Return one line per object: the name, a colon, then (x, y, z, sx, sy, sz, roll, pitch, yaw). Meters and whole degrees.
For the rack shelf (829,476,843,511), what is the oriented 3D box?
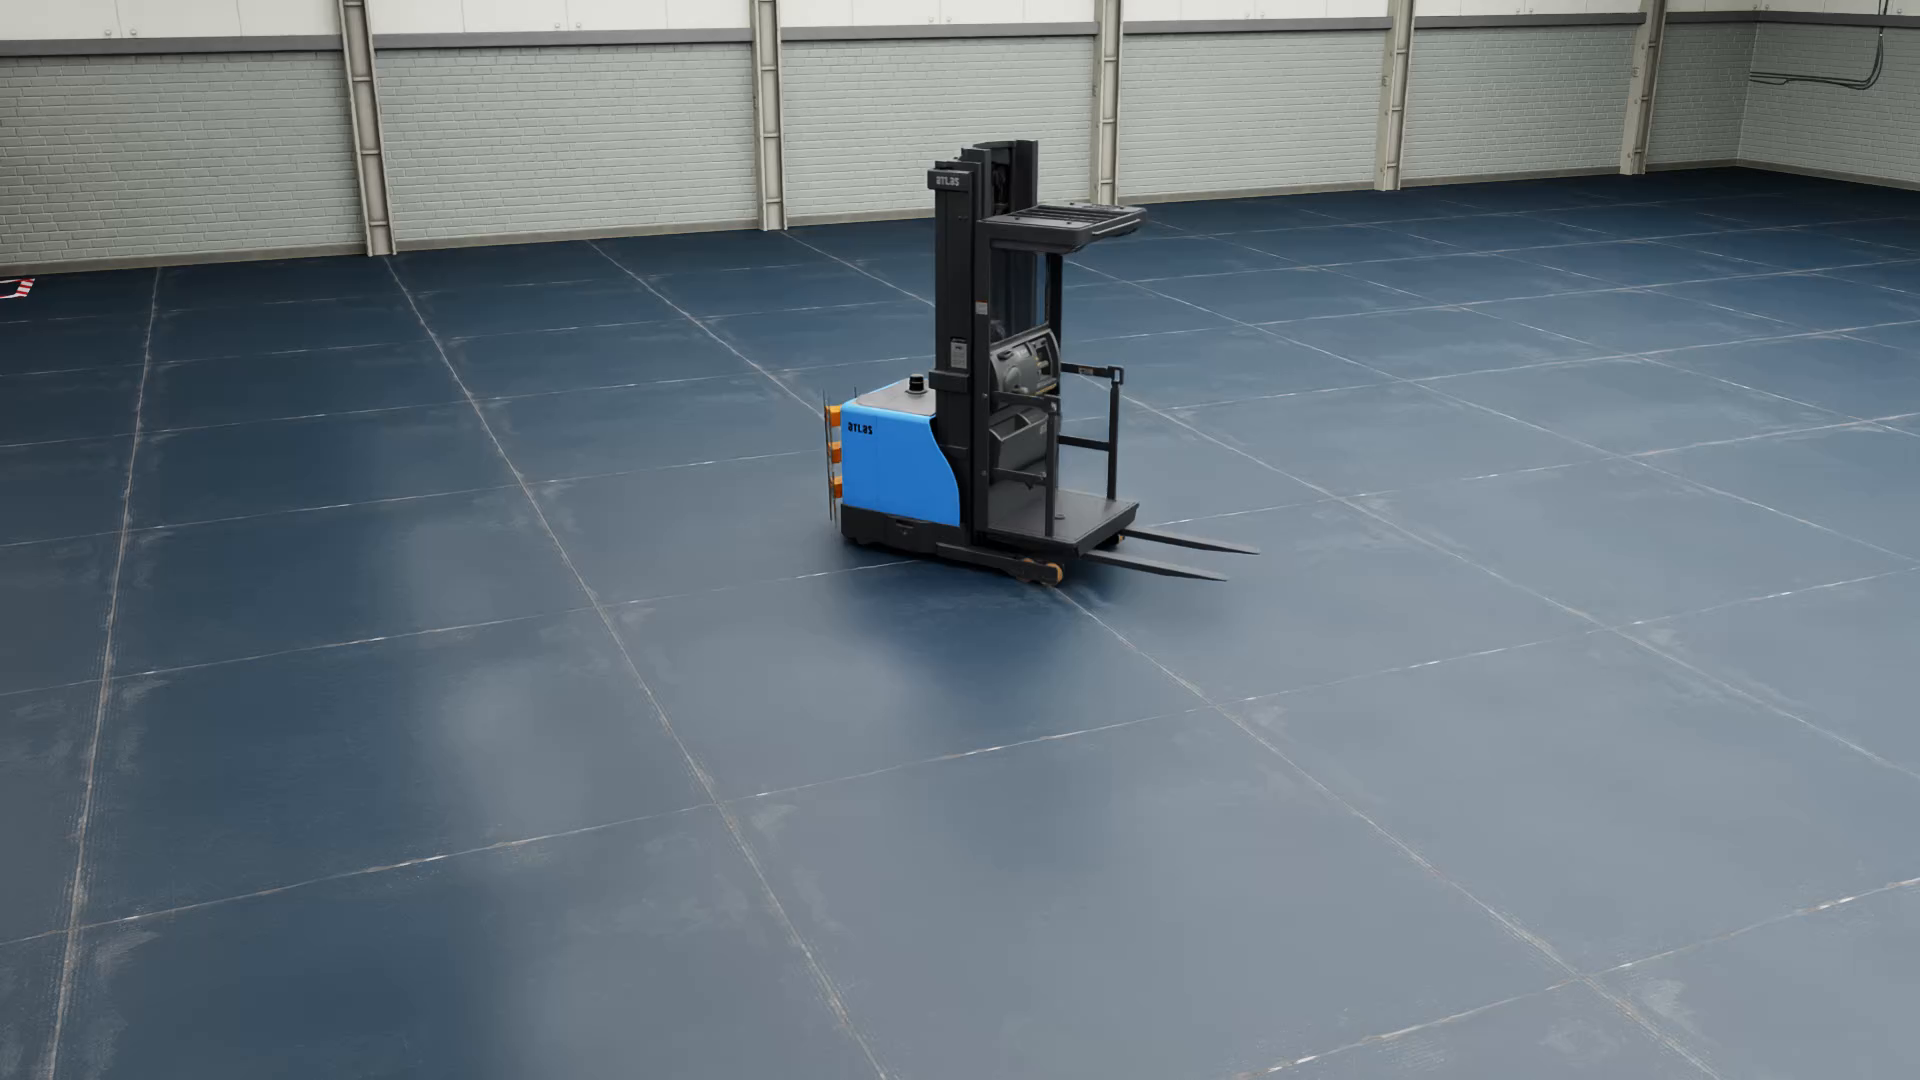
rack shelf: (-0.868, -0.359, 12.812, 0.240, 0.259, 0.215, -7, 19, -14)

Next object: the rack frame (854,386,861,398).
rack frame: (-0.759, -0.647, 12.752, 0.008, 1.050, 0.200, -7, 19, -14)

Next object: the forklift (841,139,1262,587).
forklift: (0.643, -1.254, 11.671, 3.031, 2.935, 1.130, 11, 22, 29)

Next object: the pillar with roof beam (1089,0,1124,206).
pillar with roof beam: (4.203, -8.728, 23.761, 0.400, 9.000, 9.100, -8, 21, -22)

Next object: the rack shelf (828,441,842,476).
rack shelf: (-0.876, -0.623, 12.725, 0.240, 0.259, 0.215, -7, 19, -14)

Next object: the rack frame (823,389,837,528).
rack frame: (-0.994, -0.619, 12.691, 0.008, 1.050, 0.200, -7, 19, -14)

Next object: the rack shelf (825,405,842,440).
rack shelf: (-0.885, -0.892, 12.636, 0.240, 0.259, 0.215, -7, 19, -14)

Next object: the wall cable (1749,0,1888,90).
wall cable: (16.745, -10.139, 32.444, 0.112, 2.526, 3.097, -8, 21, -22)

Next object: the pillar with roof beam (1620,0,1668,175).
pillar with roof beam: (15.221, -10.307, 28.244, 0.400, 9.000, 9.100, -8, 21, -22)

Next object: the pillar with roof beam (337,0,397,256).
pillar with roof beam: (-6.815, -7.149, 19.277, 0.400, 9.000, 9.100, -8, 21, -22)

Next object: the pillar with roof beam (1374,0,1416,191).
pillar with roof beam: (9.712, -9.517, 26.002, 0.400, 9.000, 9.100, -8, 21, -22)

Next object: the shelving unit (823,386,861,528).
shelving unit: (-0.876, -0.633, 12.722, 0.252, 1.050, 0.215, -7, 19, -14)

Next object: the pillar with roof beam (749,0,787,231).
pillar with roof beam: (-1.306, -7.939, 21.519, 0.400, 9.000, 9.100, -8, 21, -22)
